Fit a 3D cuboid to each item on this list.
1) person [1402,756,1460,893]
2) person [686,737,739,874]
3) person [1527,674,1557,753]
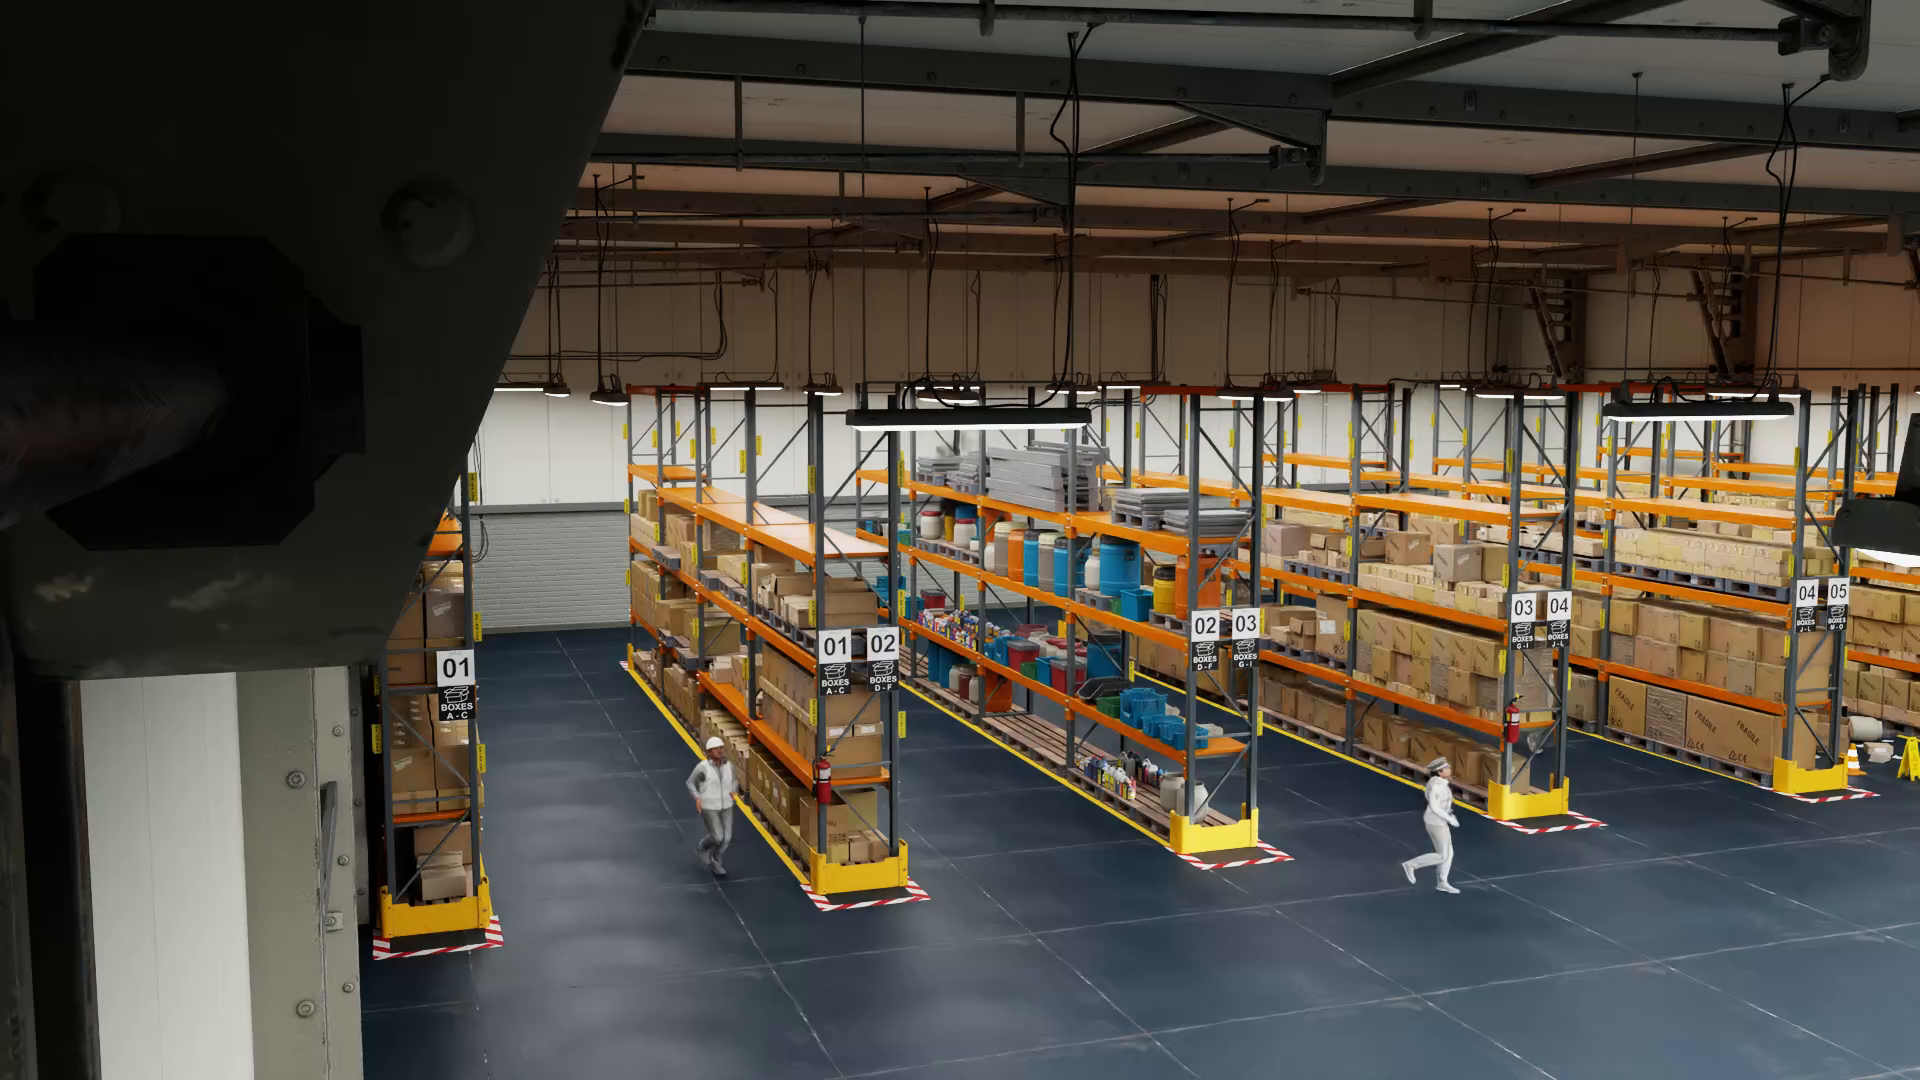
[{"bbox_3d":[5.722,3.437,20.156,0.695,1.687,0.622,1,6,12],"label":"person"},{"bbox_3d":[-3.021,3.329,20.767,0.652,1.728,0.543,-4,7,-34],"label":"person"},{"bbox_3d":[9.586,2.780,27.294,0.543,1.475,0.575,-4,7,-31],"label":"person"}]
